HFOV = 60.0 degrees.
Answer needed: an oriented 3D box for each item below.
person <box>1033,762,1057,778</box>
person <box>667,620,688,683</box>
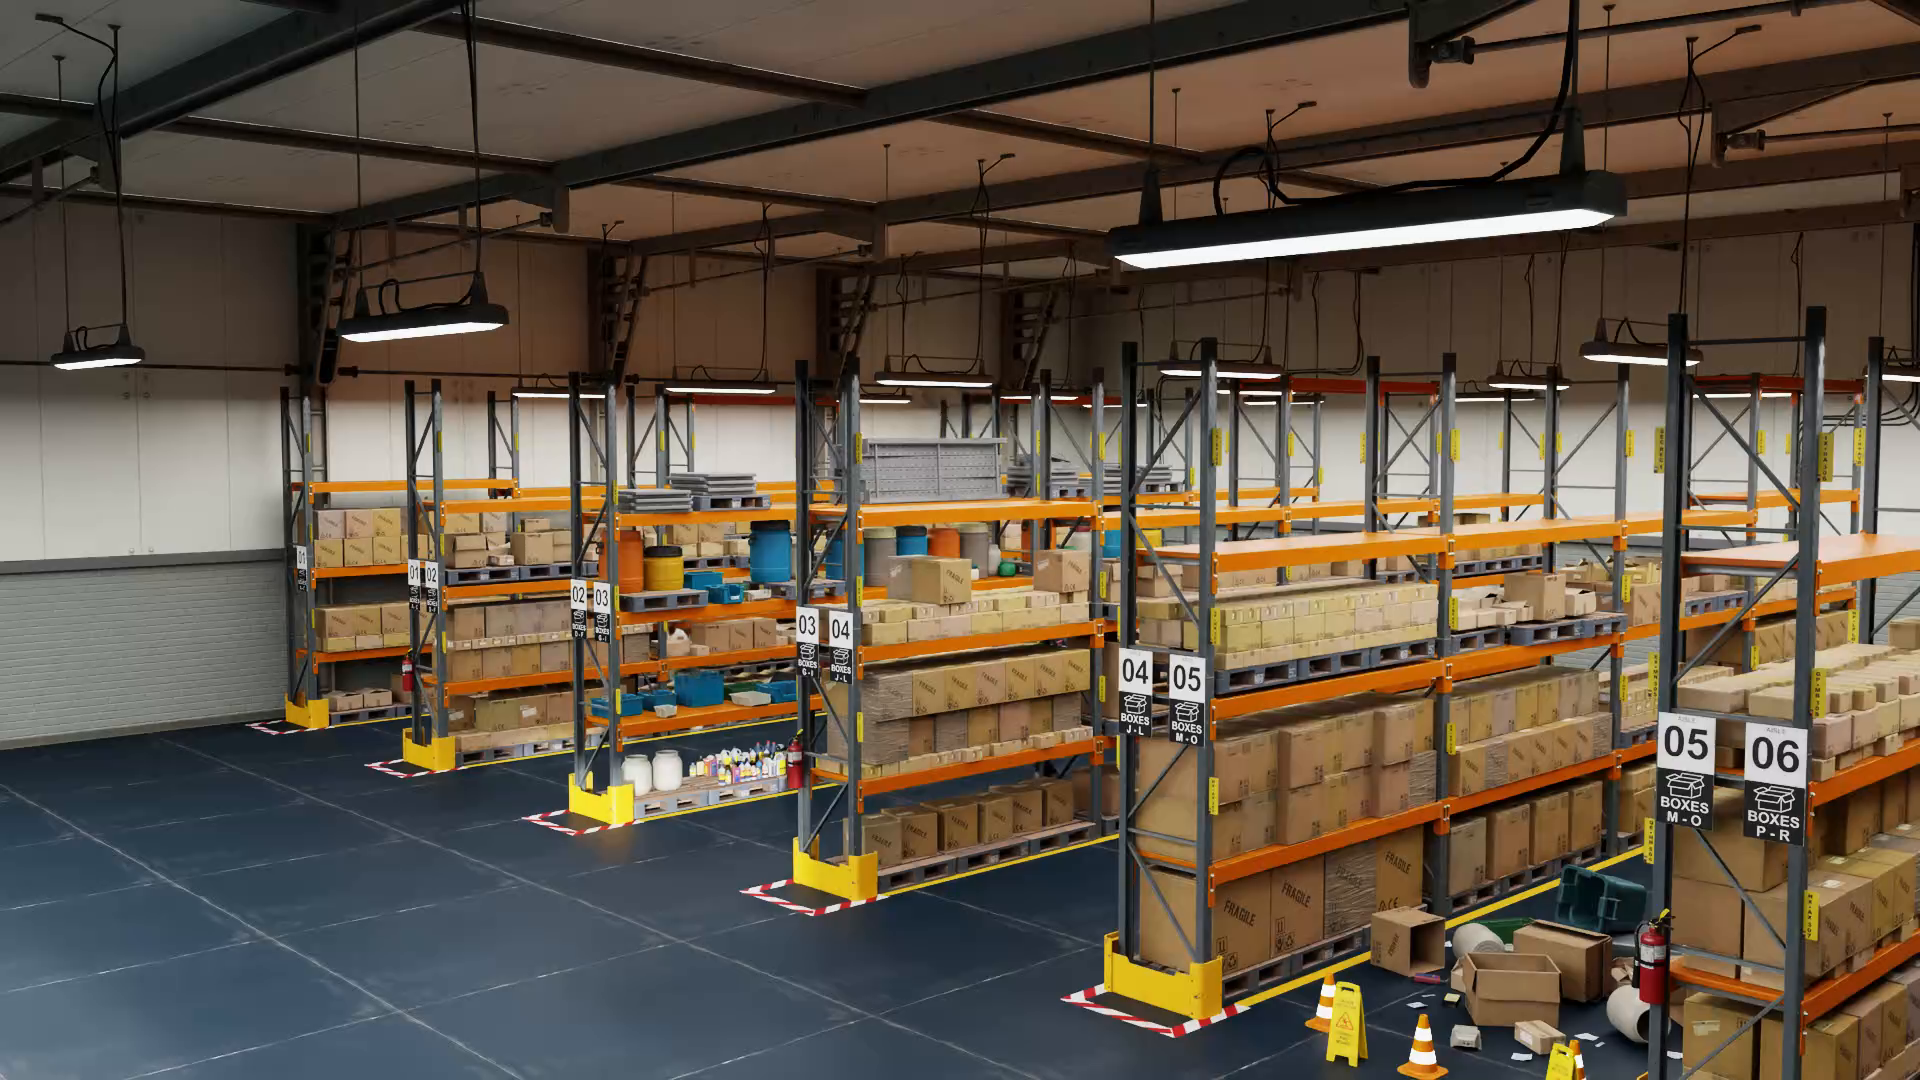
[{"bbox_3d":[1.159,2.803,24.342,0.566,1.552,0.741,3,5,38],"label":"person"},{"bbox_3d":[-5.473,2.288,31.942,0.741,1.716,0.698,3,5,36],"label":"person"}]
